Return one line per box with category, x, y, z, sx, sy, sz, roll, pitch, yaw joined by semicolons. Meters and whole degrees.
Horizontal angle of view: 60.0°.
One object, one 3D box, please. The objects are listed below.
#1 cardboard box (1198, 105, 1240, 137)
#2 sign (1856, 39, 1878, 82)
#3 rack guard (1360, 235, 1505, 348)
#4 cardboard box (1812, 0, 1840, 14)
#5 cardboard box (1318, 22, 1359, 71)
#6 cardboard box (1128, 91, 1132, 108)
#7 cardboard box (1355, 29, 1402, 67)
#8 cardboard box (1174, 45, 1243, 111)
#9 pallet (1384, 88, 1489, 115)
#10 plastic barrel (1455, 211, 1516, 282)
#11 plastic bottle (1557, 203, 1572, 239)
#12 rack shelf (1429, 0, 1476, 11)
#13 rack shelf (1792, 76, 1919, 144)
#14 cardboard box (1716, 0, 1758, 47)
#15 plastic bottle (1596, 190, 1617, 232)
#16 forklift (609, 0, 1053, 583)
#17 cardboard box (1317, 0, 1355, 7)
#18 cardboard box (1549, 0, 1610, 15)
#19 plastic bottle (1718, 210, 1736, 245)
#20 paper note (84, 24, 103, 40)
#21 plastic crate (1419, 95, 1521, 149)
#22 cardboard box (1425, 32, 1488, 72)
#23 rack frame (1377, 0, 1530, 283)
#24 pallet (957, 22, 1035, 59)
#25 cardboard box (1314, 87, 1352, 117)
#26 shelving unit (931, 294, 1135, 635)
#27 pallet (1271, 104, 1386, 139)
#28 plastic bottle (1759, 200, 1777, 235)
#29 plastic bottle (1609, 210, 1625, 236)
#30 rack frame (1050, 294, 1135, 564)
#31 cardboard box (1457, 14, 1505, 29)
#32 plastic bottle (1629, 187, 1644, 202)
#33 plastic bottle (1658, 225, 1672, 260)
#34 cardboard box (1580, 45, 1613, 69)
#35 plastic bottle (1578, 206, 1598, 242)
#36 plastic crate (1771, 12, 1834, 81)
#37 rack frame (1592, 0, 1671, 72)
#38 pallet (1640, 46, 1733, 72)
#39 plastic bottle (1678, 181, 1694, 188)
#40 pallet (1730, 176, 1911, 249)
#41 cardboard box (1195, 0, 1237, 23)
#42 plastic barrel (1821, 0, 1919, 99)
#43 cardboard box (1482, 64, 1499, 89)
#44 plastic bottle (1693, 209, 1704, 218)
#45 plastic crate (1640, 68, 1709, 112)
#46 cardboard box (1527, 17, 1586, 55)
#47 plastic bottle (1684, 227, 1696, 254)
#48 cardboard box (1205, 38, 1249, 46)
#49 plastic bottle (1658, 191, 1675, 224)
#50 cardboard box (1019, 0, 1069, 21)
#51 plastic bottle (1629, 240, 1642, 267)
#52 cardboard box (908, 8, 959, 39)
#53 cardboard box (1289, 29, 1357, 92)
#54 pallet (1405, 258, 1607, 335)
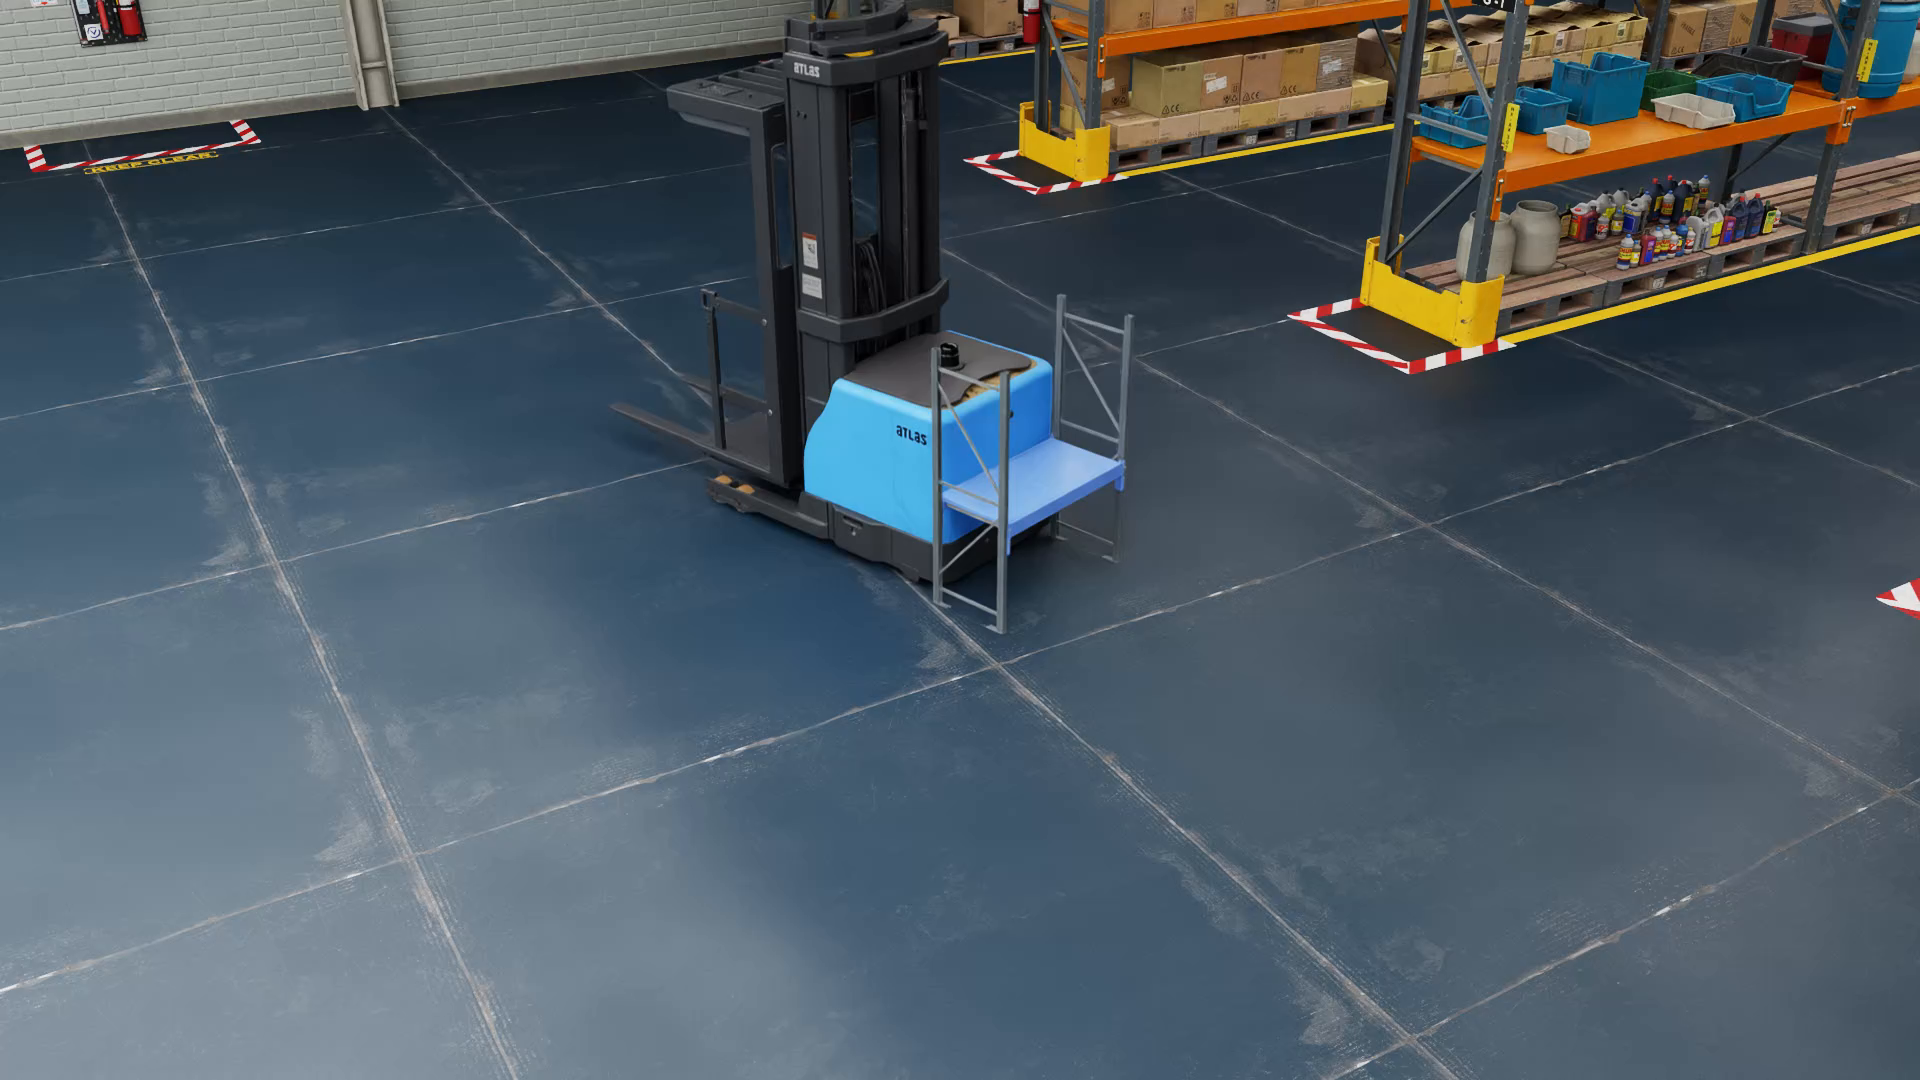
cardboard box;2.474;-4.301;16.850;0.500;0.250;0.500;-16;33;-26
sign;7.263;-3.840;13.317;0.005;0.325;0.100;-16;33;-26
rack guard;3.586;-1.915;12.703;0.348;0.500;1.175;-16;33;-26
cardboard box;10.674;-6.714;20.943;0.500;0.500;0.500;-16;33;-26
cardboard box;3.929;-5.340;17.957;0.500;0.500;0.500;-16;33;-26
cardboard box;1.776;-4.398;17.025;0.500;0.250;0.500;-16;33;-26
cardboard box;4.691;-5.459;18.368;0.500;0.311;0.500;-16;33;-26
cardboard box;2.468;-4.634;16.677;0.500;0.500;0.500;-16;33;-26
pallet;5.103;-4.991;18.575;1.213;0.211;1.003;-16;33;-26
plastic barrel;4.073;-2.259;12.879;0.421;0.512;0.421;0;29;0
plastic bottle;4.998;-2.643;13.791;0.133;0.283;0.061;-15;32;-25
rack shelf;6.212;-6.190;18.606;4.000;0.370;1.077;-16;33;-26
rack shelf;8.718;-4.125;14.865;4.000;0.370;1.077;-16;33;-26
cardboard box;9.357;-6.336;20.258;0.500;0.500;0.500;-16;33;-27
plastic bottle;5.398;-2.763;13.938;0.185;0.351;0.144;-14;32;-24
forklift;-0.918;-1.623;9.657;3.031;2.935;1.130;22;36;34
cardboard box;3.656;-5.816;17.080;0.500;0.500;0.700;-16;33;-27
cardboard box;7.336;-6.214;19.736;0.500;0.311;0.500;-15;32;-25
plastic bottle;6.299;-2.572;13.662;0.133;0.283;0.061;-14;32;-23
paper note;-8.820;-5.172;16.930;0.142;0.148;0.016;-16;33;-26
plastic crate;3.825;-3.154;12.514;0.616;0.251;0.499;-16;33;-26
cardboard box;5.404;-5.358;18.186;0.500;0.311;0.500;-16;33;-27
rack frame;3.545;-2.972;12.030;0.127;3.000;1.000;-16;33;-26
pallet;0.360;-6.377;21.087;1.213;0.211;1.003;-16;33;-26
cardboard box;3.762;-4.672;17.523;0.500;0.250;0.500;-16;33;-26
shelving unit;0.389;-0.419;8.957;0.538;1.500;1.048;23;36;36
pallet;3.780;-4.617;17.898;1.213;0.211;1.003;-16;33;-26
plastic bottle;6.746;-2.699;13.892;0.133;0.283;0.061;-14;32;-24
plastic bottle;5.497;-2.658;13.903;0.097;0.201;0.097;0;29;0
rack frame;0.727;-0.603;9.290;0.500;1.500;0.032;23;36;36
cardboard box;6.003;-5.832;19.044;0.500;0.311;0.500;-16;33;-27
plastic bottle;5.761;-2.860;14.184;0.133;0.283;0.061;-14;32;-24
plastic bottle;5.648;-2.392;13.348;0.097;0.271;0.097;0;29;0
cardboard box;7.163;-5.616;19.233;0.500;0.250;0.500;-16;33;-27
plastic bottle;5.192;-2.613;13.737;0.133;0.283;0.061;-16;33;-26
plastic crate;7.256;-4.225;14.235;0.583;0.464;0.402;-16;33;-26
rack frame;7.936;-6.994;19.319;0.127;3.000;1.000;-16;33;-26
pallet;8.599;-5.940;20.296;1.213;0.211;1.003;-16;33;-26
plastic bottle;6.232;-2.965;14.382;0.135;0.276;0.152;-15;32;-25
pallet;7.651;-2.938;14.856;1.213;0.211;1.003;-16;33;-26
cardboard box;2.329;-5.438;16.396;0.500;0.500;0.700;-16;33;-26
plastic barrel;7.480;-4.139;13.626;0.708;0.901;0.600;-16;33;-26
cardboard box;5.847;-5.243;18.557;0.500;0.250;0.500;-17;33;-28
plastic bottle;6.066;-2.587;13.689;0.133;0.283;0.061;-16;33;-26
plastic crate;5.680;-3.643;13.466;0.662;0.188;0.450;-16;33;-26
cardboard box;6.728;-5.737;18.871;0.500;0.311;0.500;-16;33;-27
plastic bottle;5.910;-2.436;13.500;0.097;0.201;0.097;0;29;0
cardboard box;2.637;-4.972;17.290;0.500;0.500;0.500;-16;33;-26
plastic bottle;6.023;-2.838;14.157;0.097;0.271;0.097;0;29;0
cardboard box;1.100;-6.905;21.290;0.500;0.500;0.500;-19;34;-30
plastic bottle;5.355;-2.278;13.215;0.097;0.201;0.097;0;29;0
cardboard box;-0.341;-6.385;20.544;0.500;0.311;0.500;-13;31;-22
cardboard box;3.761;-5.001;17.343;0.500;0.500;0.500;-16;33;-26
pallet;4.290;-1.986;13.129;1.213;0.211;1.003;-16;33;-26
